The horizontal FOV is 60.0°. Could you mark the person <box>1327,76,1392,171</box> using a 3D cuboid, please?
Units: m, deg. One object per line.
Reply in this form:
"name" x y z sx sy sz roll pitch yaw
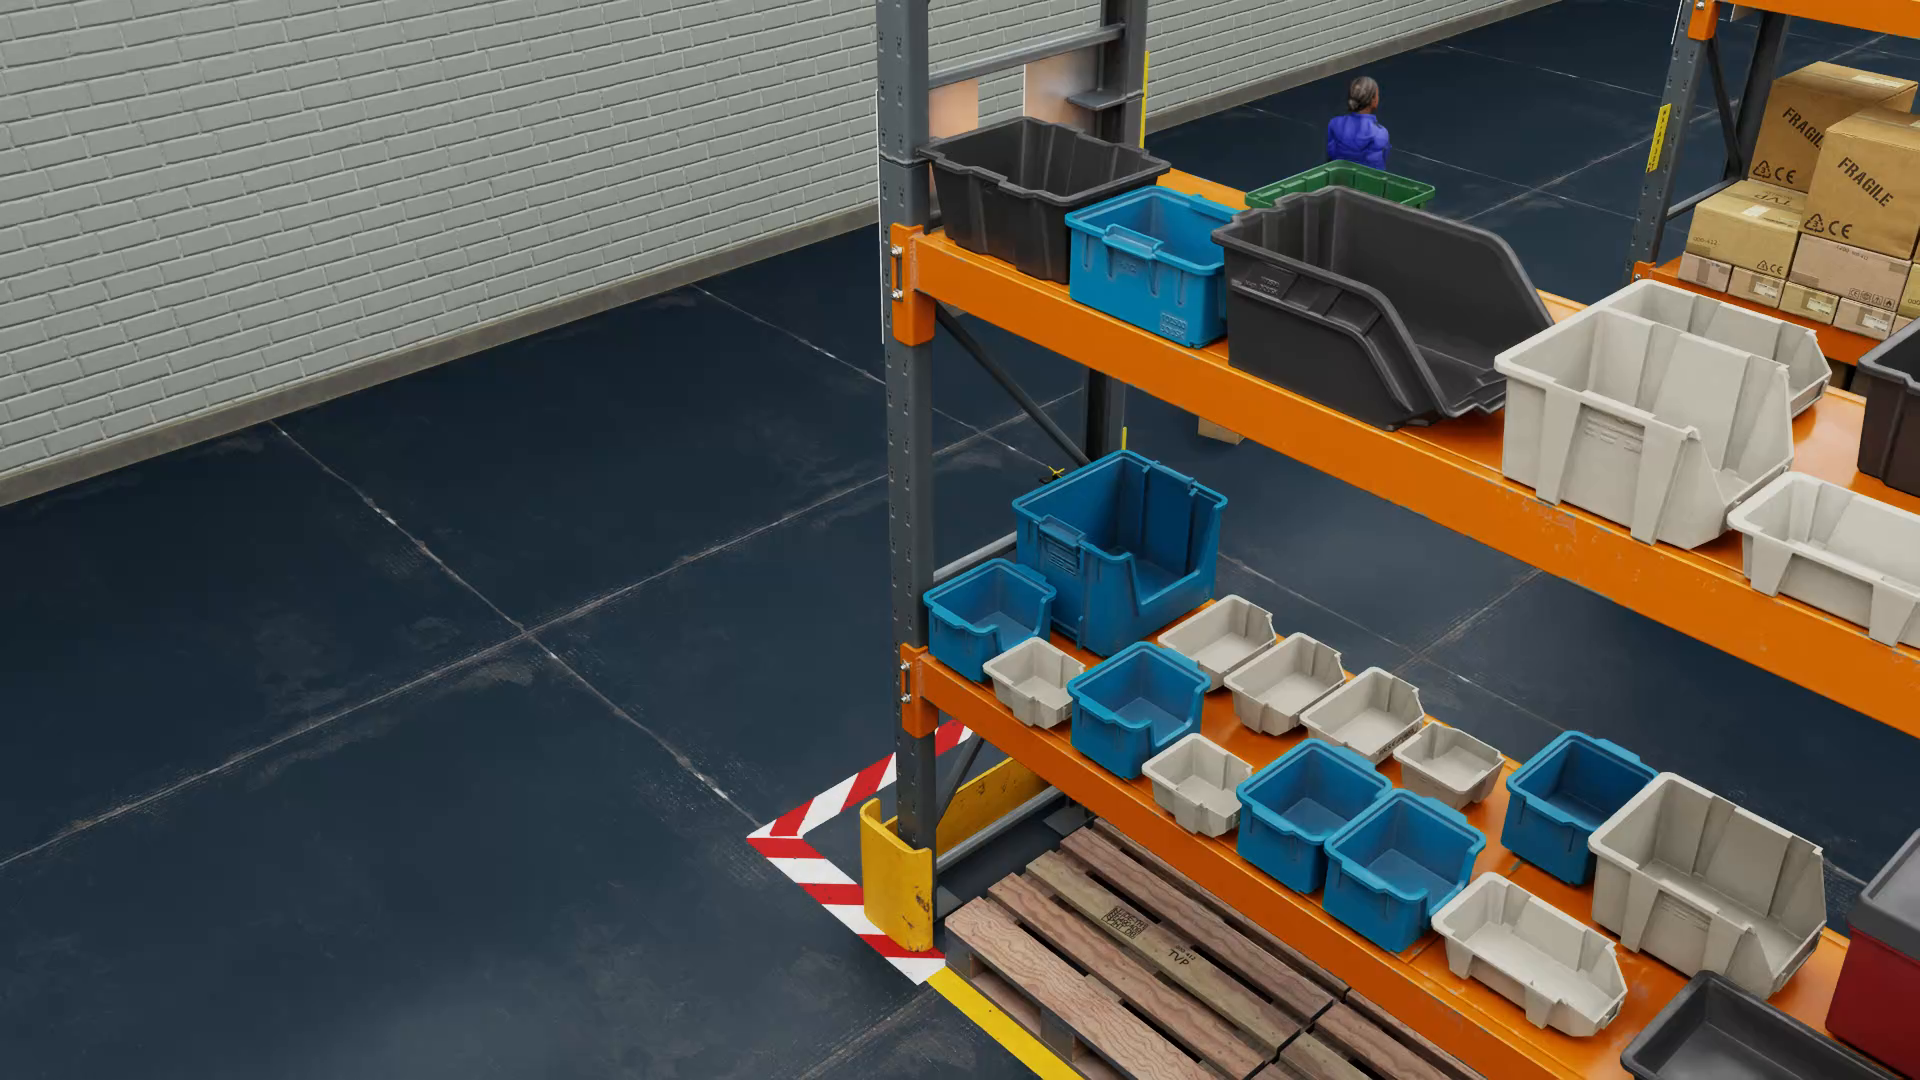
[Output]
"person" 2.503 -2.116 10.509 0.440 1.663 0.430 26 40 35
